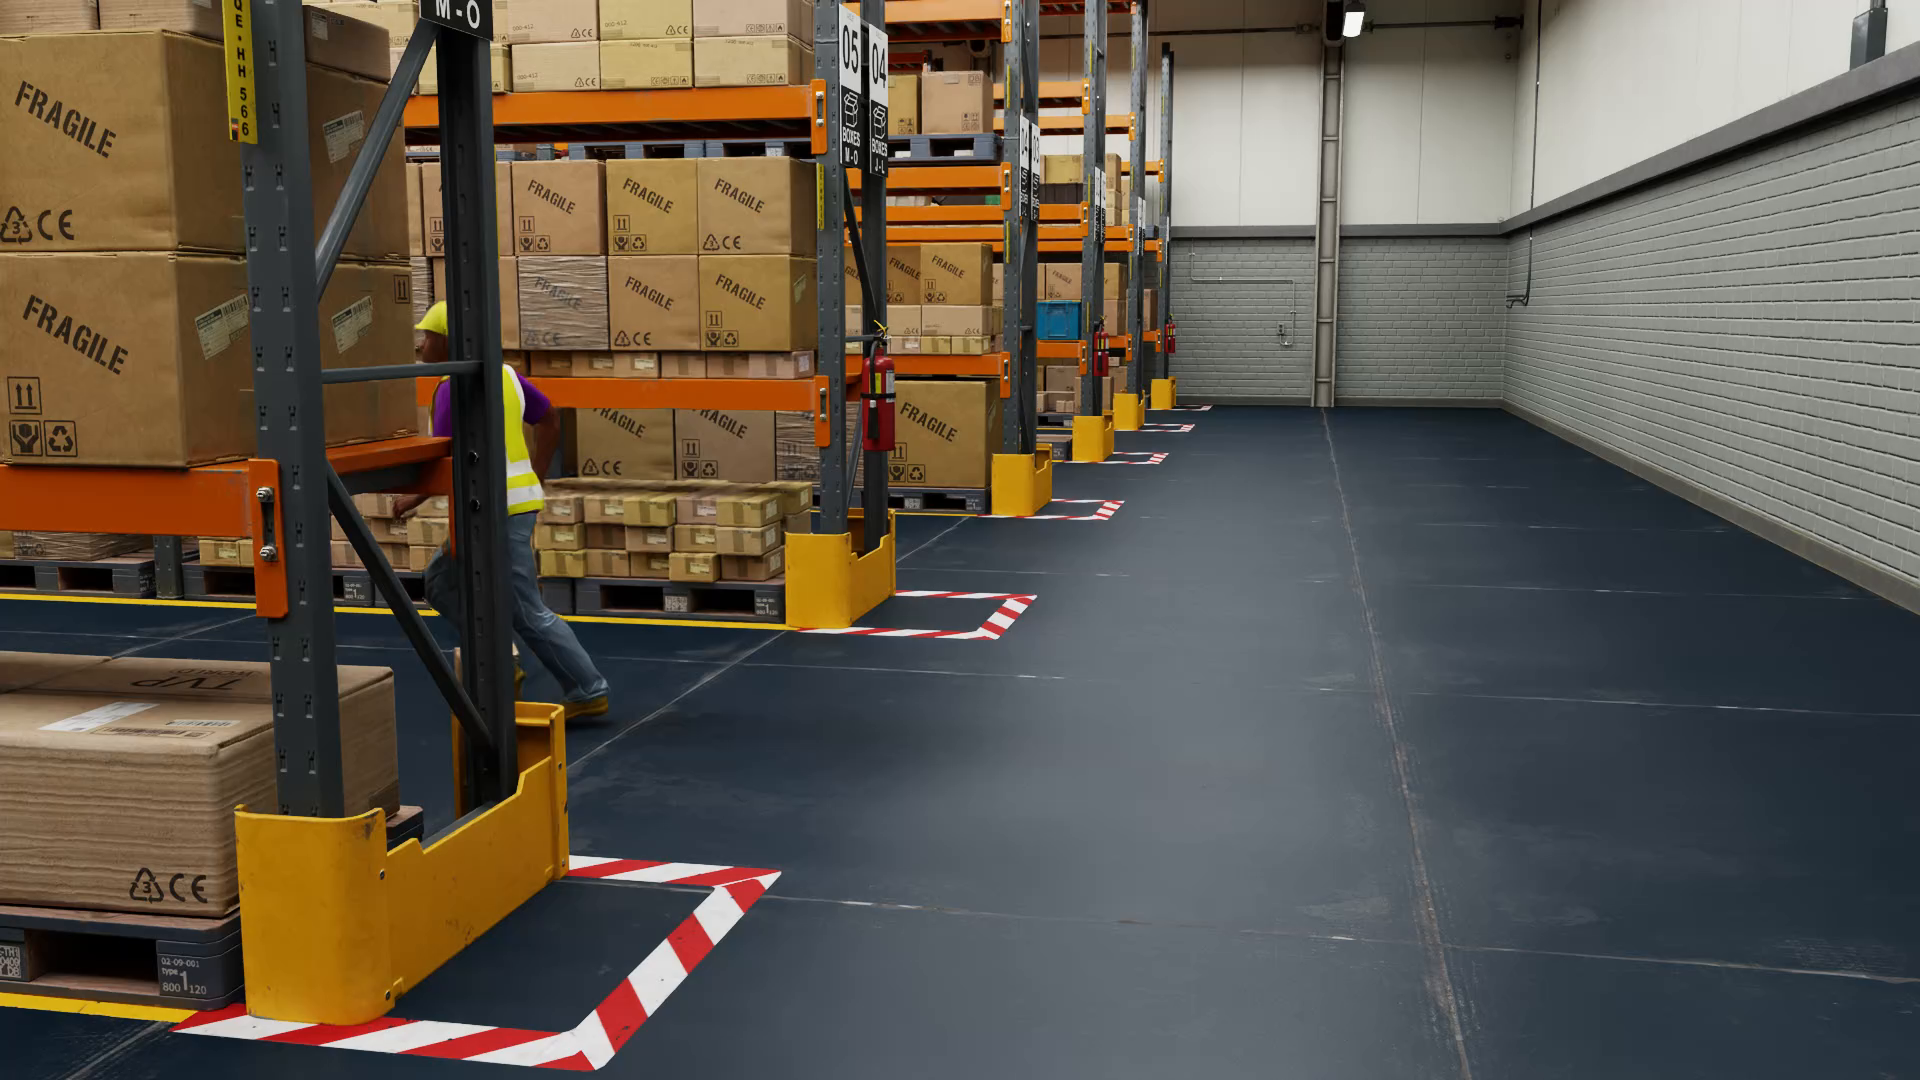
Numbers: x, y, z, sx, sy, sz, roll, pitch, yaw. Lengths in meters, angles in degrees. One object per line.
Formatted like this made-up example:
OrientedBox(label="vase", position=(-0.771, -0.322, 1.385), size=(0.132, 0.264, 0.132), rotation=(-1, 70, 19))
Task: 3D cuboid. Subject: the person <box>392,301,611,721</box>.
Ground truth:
OrientedBox(label="person", position=(-1.828, -0.092, 6.661), size=(0.829, 1.717, 0.708), rotation=(0, 8, 0))
